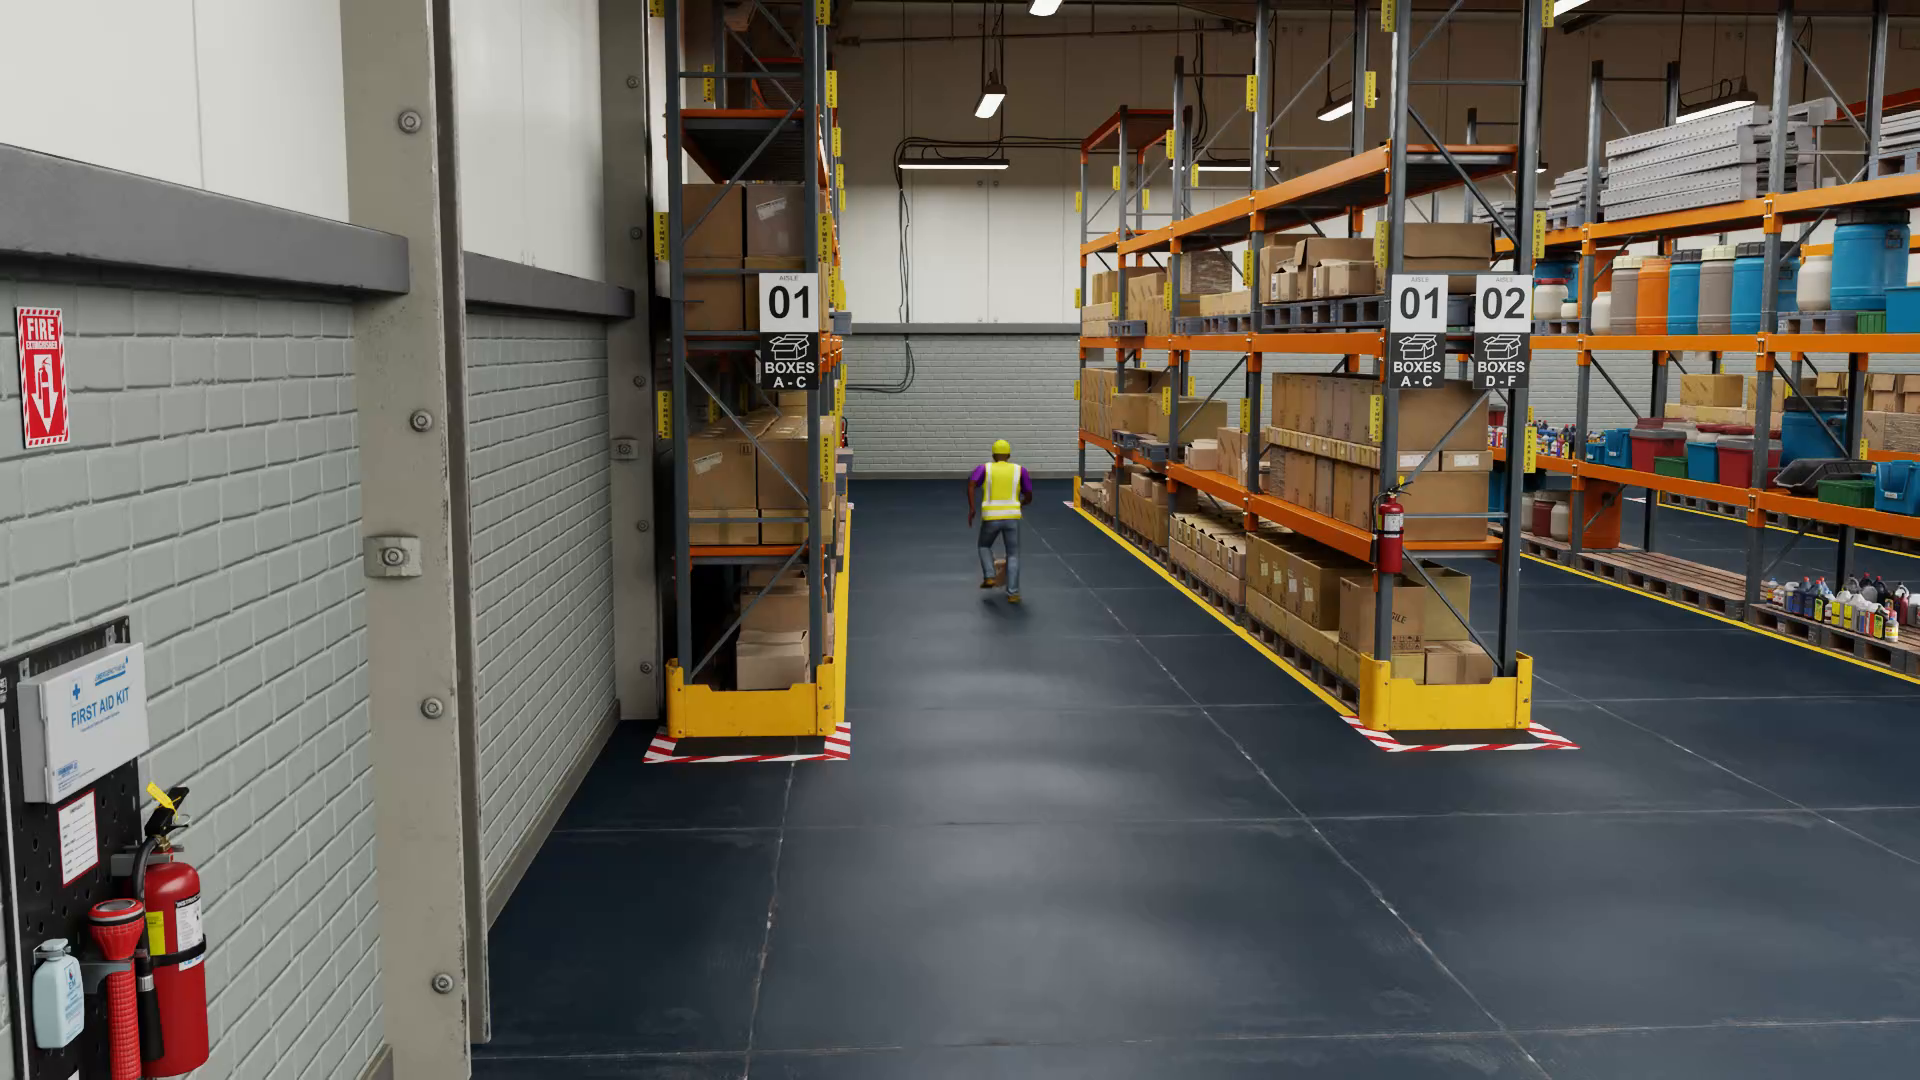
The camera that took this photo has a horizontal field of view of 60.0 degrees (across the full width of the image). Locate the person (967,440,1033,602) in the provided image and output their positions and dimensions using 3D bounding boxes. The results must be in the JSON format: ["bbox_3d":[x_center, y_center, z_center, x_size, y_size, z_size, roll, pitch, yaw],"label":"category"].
[{"bbox_3d":[0.428,-0.222,17.827,0.704,1.689,0.789,0,7,1],"label":"person"}]
